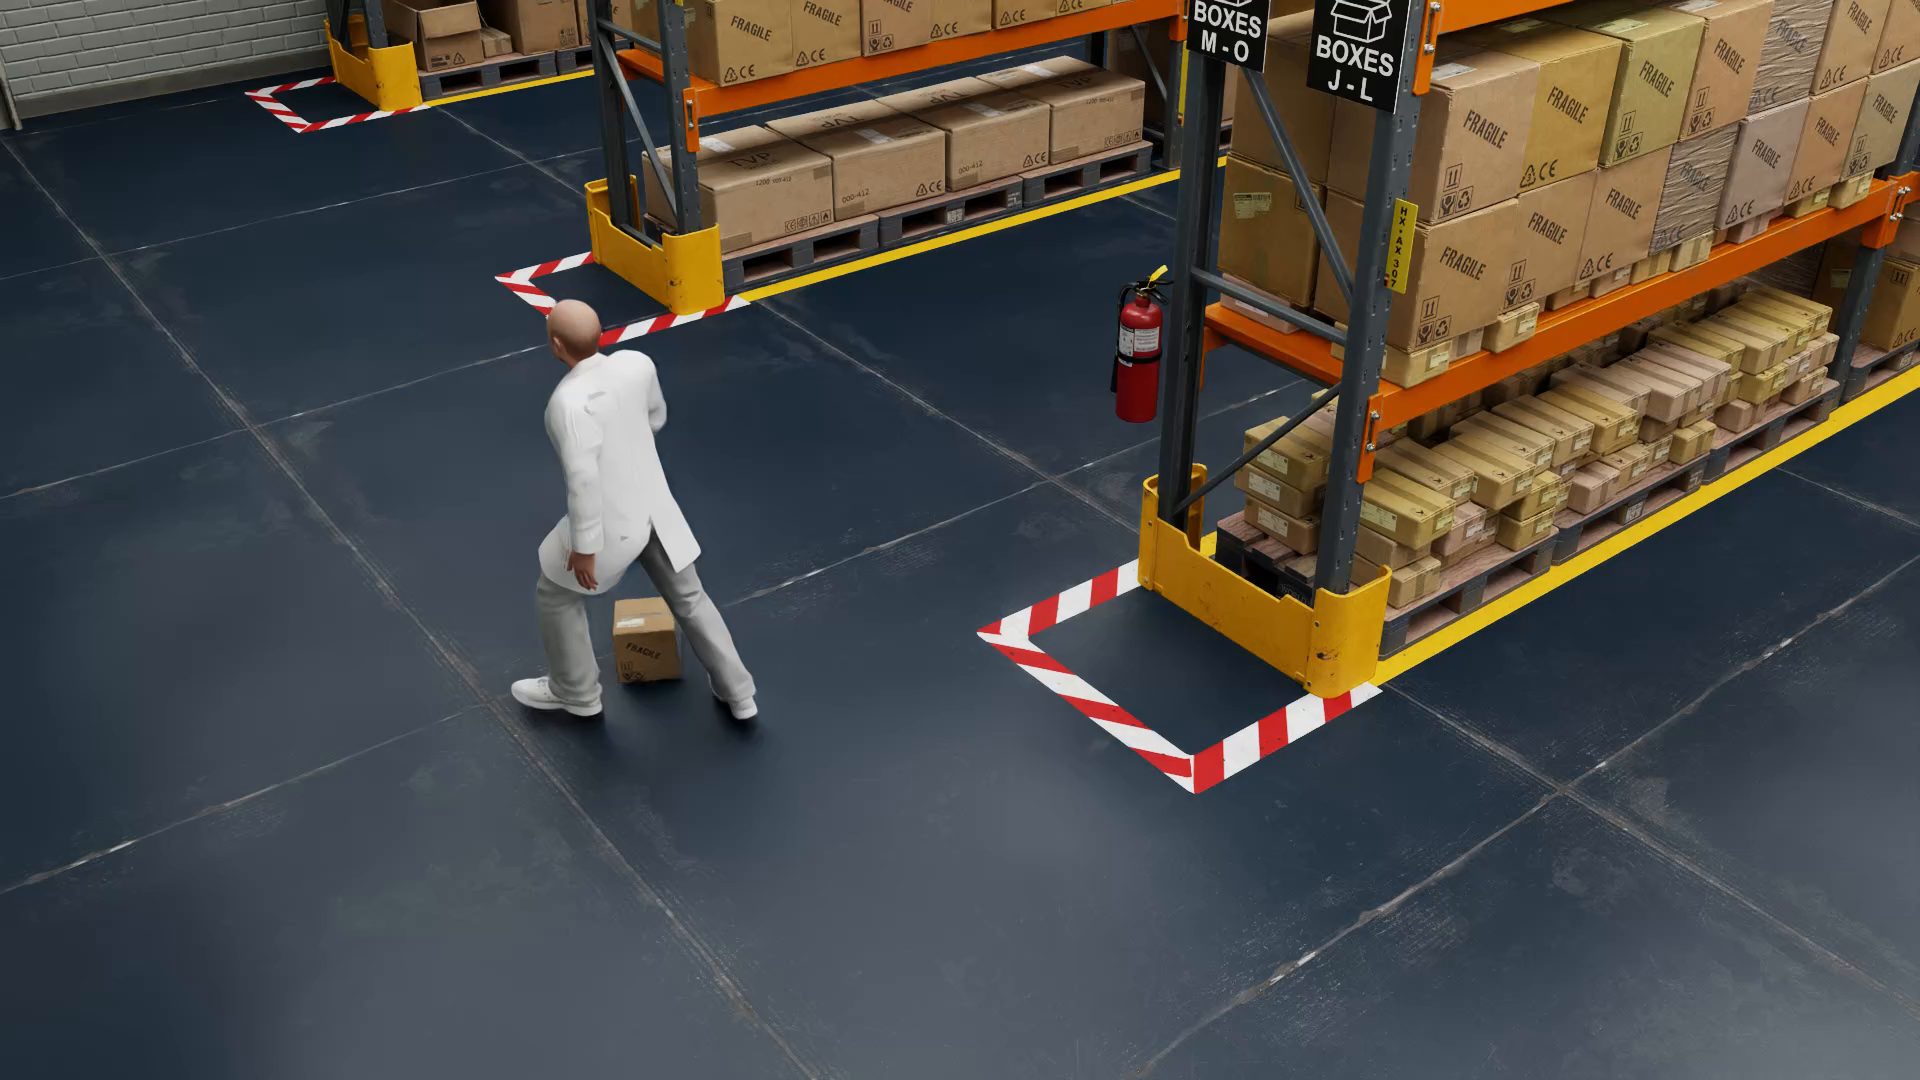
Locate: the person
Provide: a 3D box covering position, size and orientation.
[{"bbox_3d":[-1.246,-0.074,6.284,0.912,1.715,0.706,20,37,29],"label":"person"}]
